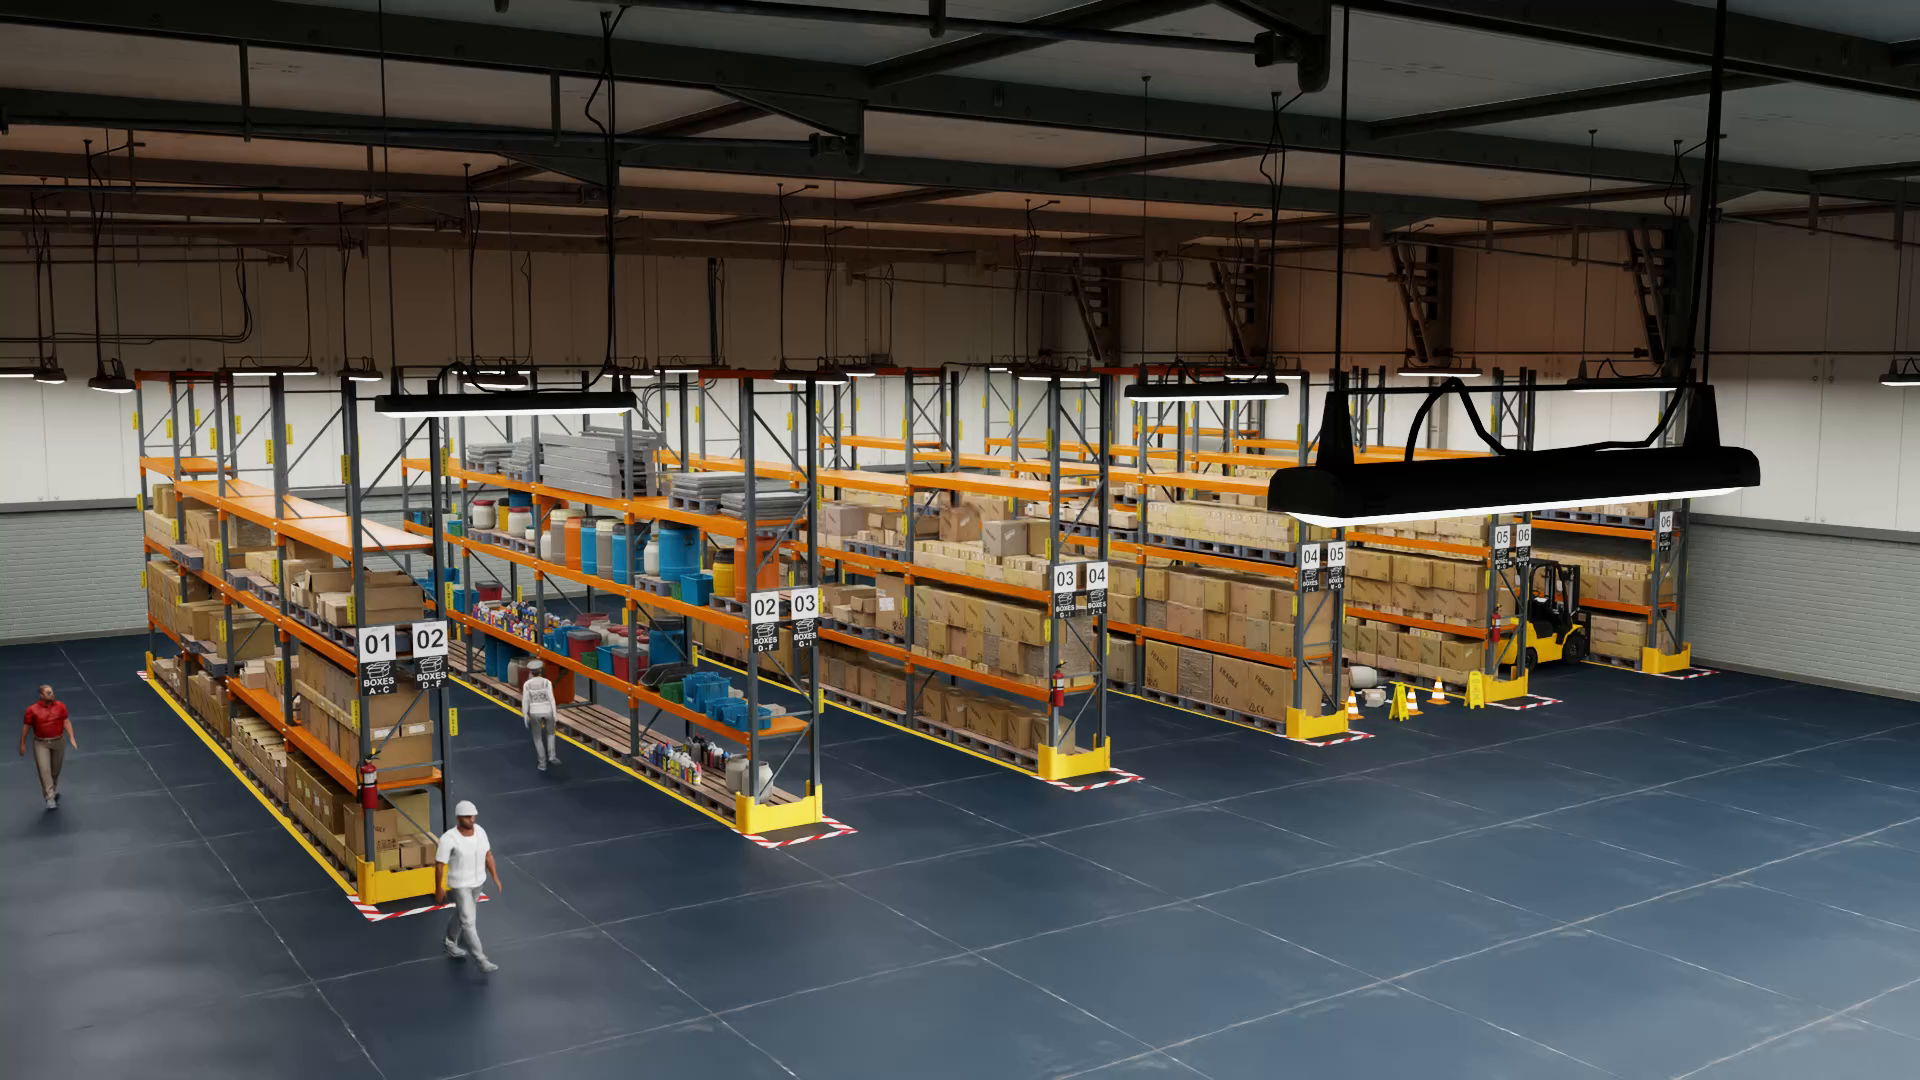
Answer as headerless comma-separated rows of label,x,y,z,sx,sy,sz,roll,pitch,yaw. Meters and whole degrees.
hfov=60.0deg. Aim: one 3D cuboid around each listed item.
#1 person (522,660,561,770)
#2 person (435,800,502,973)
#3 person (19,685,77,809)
person,-6.338,2.654,25.149,0.532,1.661,0.512,-3,7,-24
person,-5.012,3.526,17.103,1.066,1.703,0.591,4,7,29
person,-12.785,2.852,23.315,0.658,1.655,1.088,-6,9,-43
